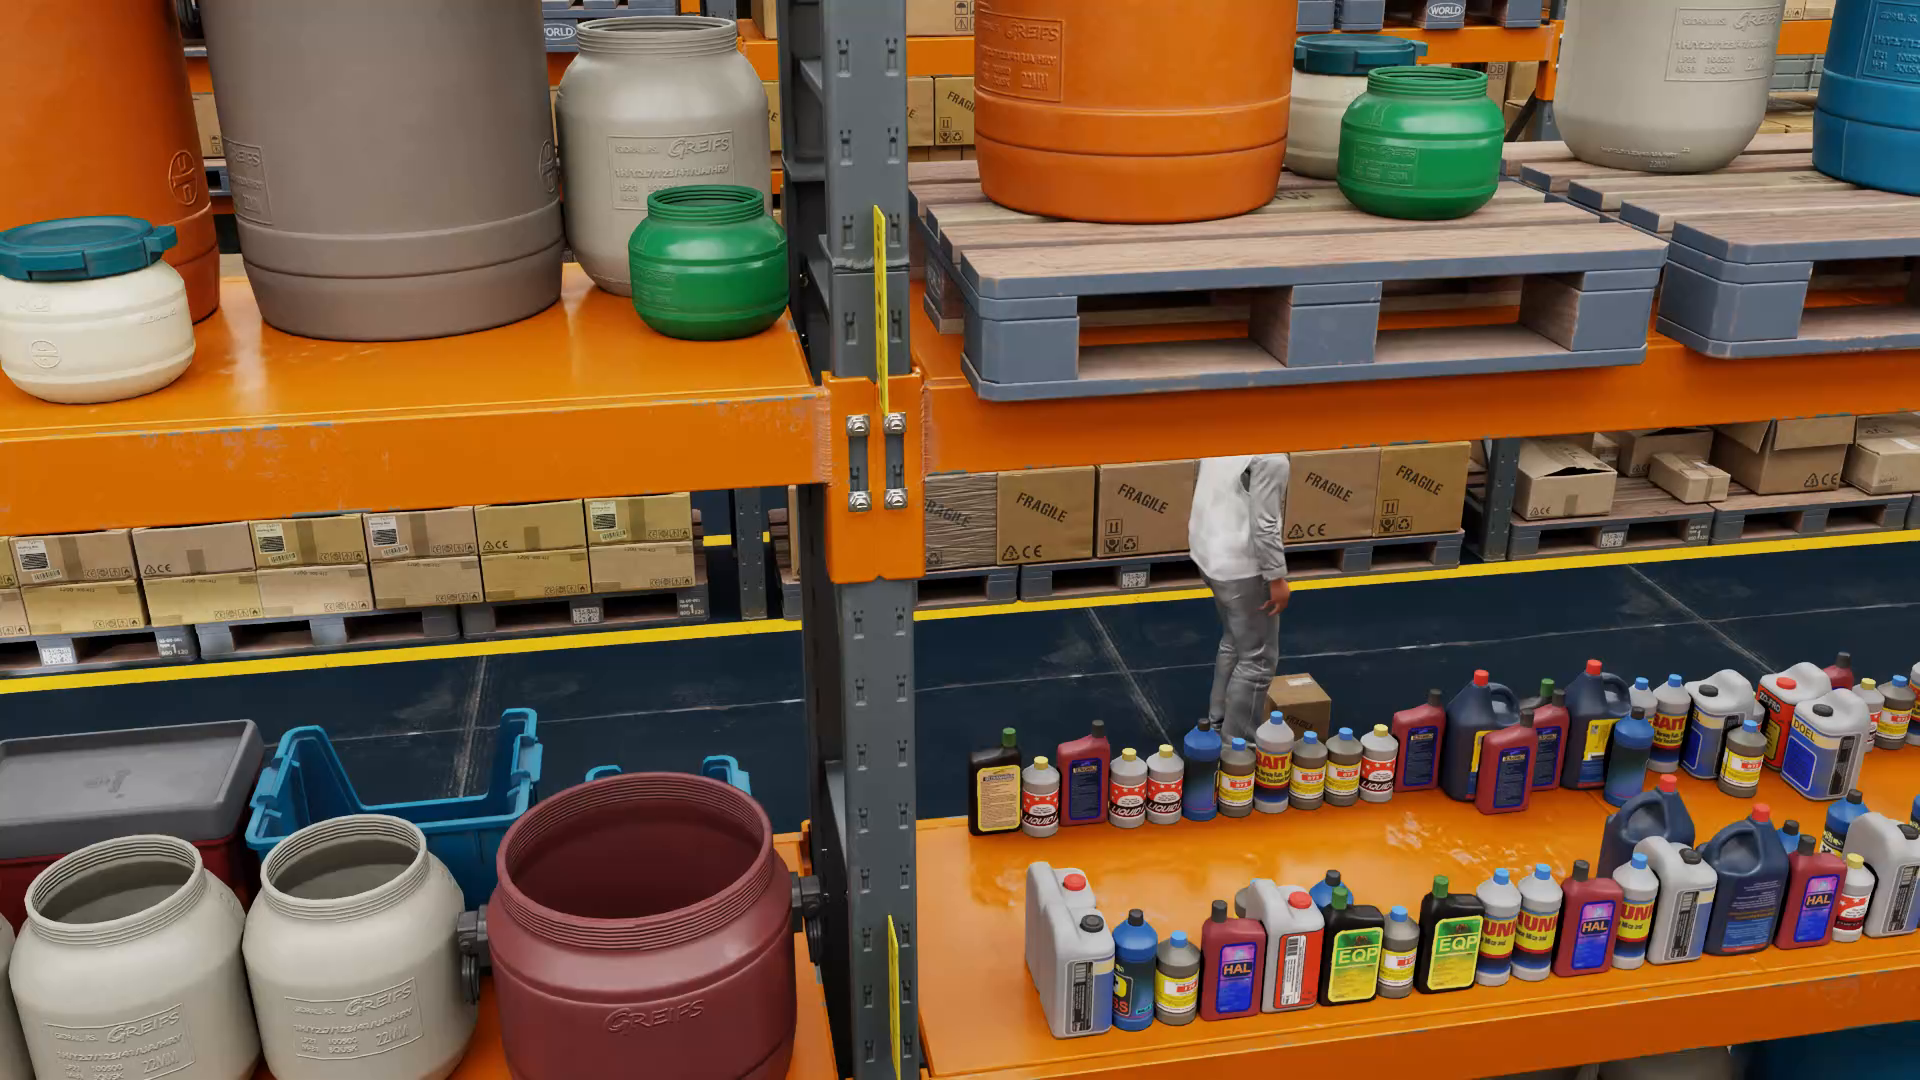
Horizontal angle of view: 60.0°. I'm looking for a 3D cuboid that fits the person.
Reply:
[{"bbox_3d":[1.187,0.076,6.884,0.464,1.772,0.589,-5,24,-11],"label":"person"}]
